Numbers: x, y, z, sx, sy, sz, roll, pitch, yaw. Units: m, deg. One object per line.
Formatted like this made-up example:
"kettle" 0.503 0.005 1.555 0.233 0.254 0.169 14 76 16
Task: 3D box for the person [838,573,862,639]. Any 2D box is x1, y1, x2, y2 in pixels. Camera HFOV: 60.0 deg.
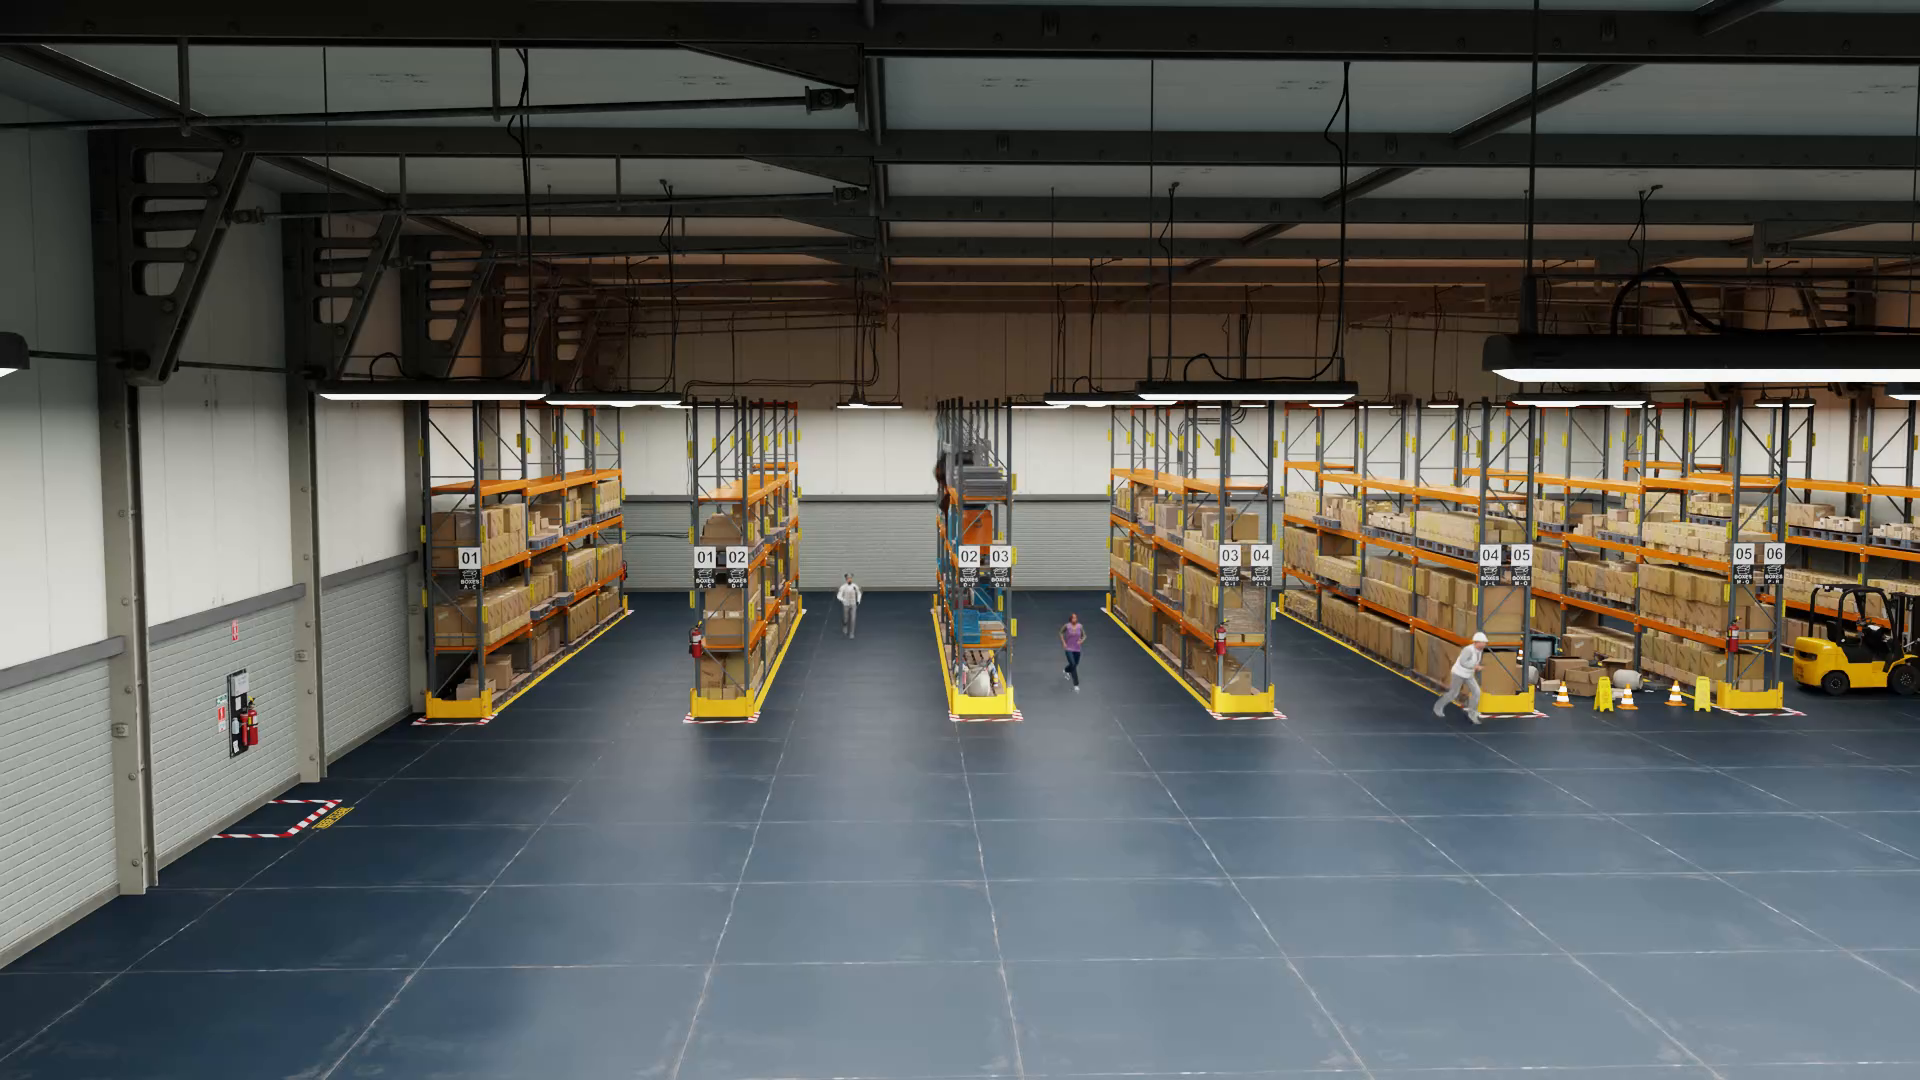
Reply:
"person" -2.779 1.649 42.006 0.625 1.654 0.723 -1 4 -11

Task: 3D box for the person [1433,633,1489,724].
"person" 9.259 2.539 30.711 1.035 1.732 0.701 4 6 41

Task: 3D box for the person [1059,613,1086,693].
"person" 2.332 2.293 34.275 0.495 1.615 1.004 -1 5 -19

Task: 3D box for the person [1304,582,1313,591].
"person" 10.365 1.122 48.841 0.660 1.646 0.553 -1 5 -16
